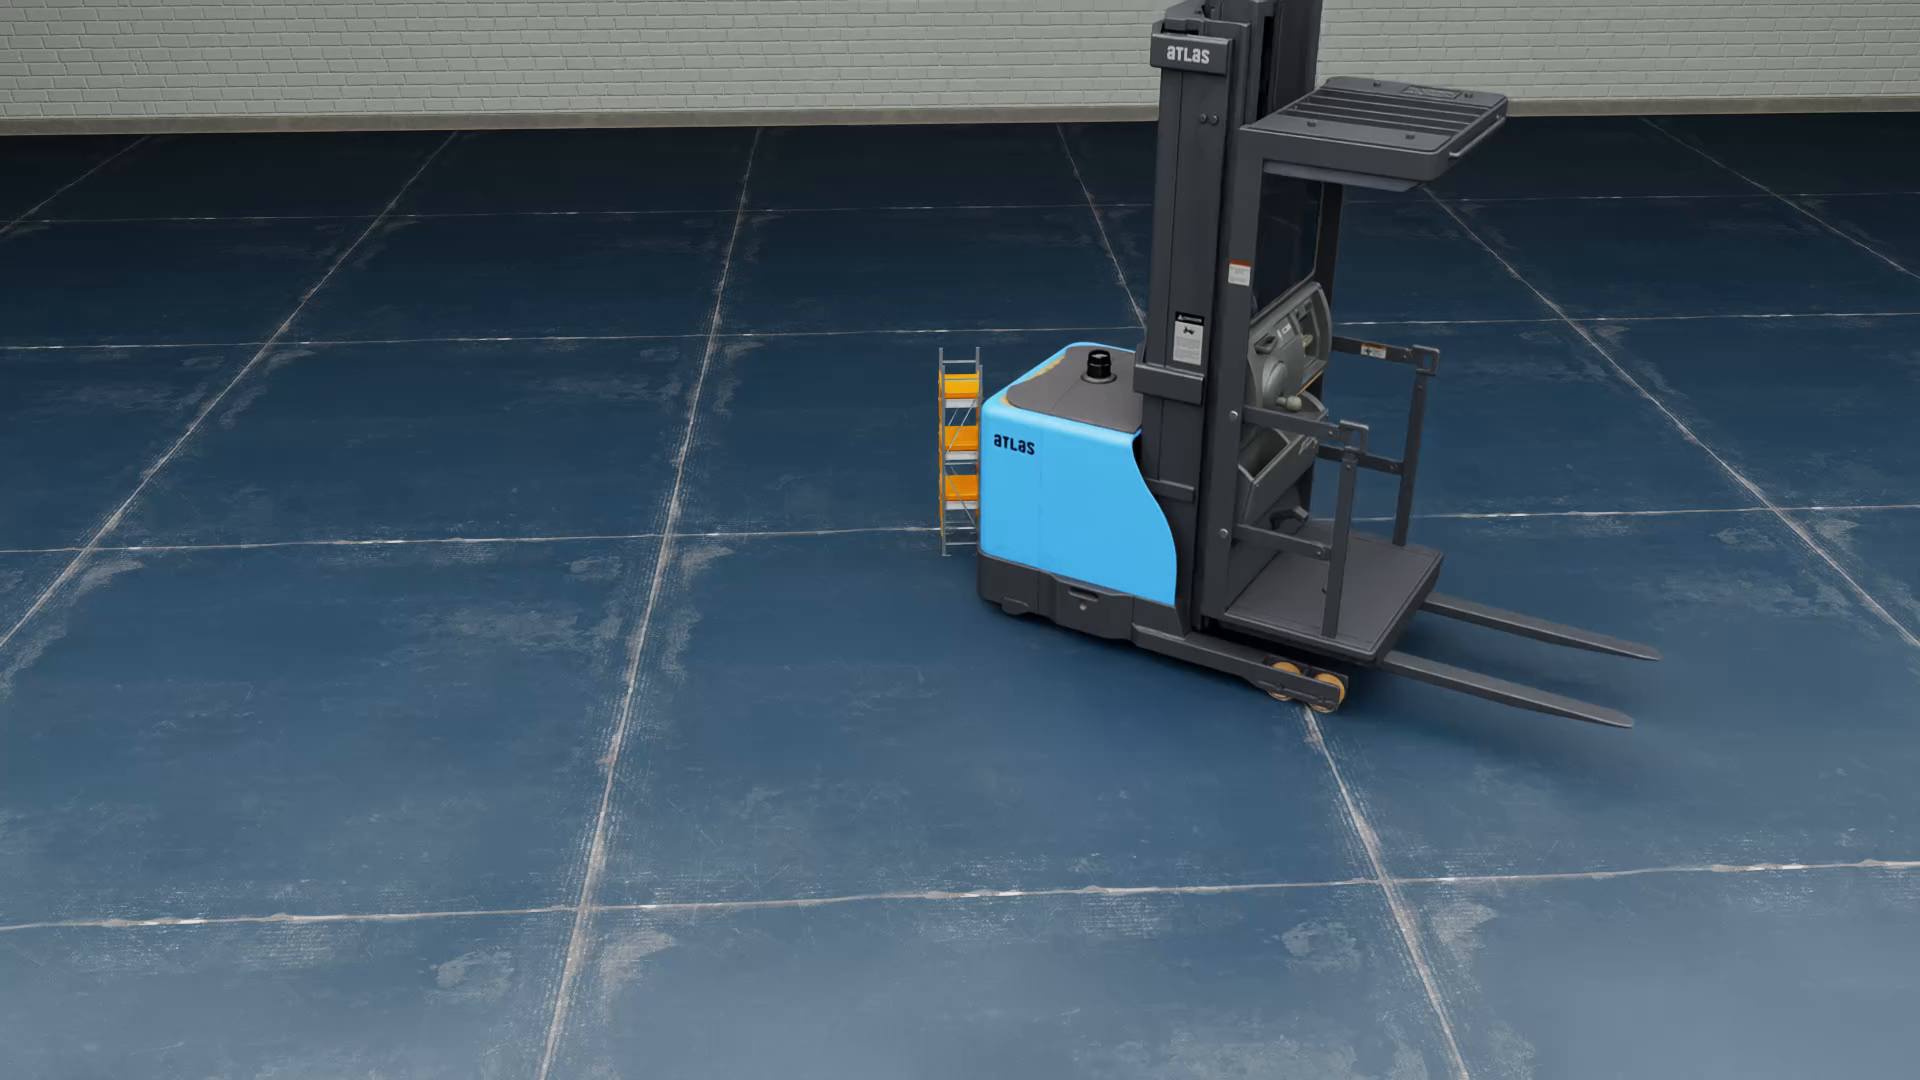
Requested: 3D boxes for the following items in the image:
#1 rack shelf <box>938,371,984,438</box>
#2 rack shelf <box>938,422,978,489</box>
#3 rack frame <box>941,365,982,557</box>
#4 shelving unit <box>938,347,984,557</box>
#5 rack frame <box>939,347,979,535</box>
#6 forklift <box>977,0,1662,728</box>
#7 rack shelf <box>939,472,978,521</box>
[{"bbox_3d":[0.003,-0.683,8.334,0.215,0.259,0.240,-1,28,-3],"label":"rack shelf"},{"bbox_3d":[0.003,-0.431,8.465,0.215,0.259,0.240,-1,28,-3],"label":"rack shelf"},{"bbox_3d":[0.009,-0.384,8.352,0.200,1.050,0.008,-1,28,-3],"label":"rack frame"},{"bbox_3d":[0.003,-0.441,8.460,0.215,1.050,0.252,-1,28,-3],"label":"shelving unit"},{"bbox_3d":[-0.004,-0.497,8.568,0.200,1.050,0.008,-1,28,-3],"label":"rack frame"},{"bbox_3d":[1.614,-0.824,7.160,3.031,2.935,1.130,15,31,27],"label":"forklift"},{"bbox_3d":[0.003,-0.185,8.593,0.215,0.259,0.240,-1,28,-3],"label":"rack shelf"}]
